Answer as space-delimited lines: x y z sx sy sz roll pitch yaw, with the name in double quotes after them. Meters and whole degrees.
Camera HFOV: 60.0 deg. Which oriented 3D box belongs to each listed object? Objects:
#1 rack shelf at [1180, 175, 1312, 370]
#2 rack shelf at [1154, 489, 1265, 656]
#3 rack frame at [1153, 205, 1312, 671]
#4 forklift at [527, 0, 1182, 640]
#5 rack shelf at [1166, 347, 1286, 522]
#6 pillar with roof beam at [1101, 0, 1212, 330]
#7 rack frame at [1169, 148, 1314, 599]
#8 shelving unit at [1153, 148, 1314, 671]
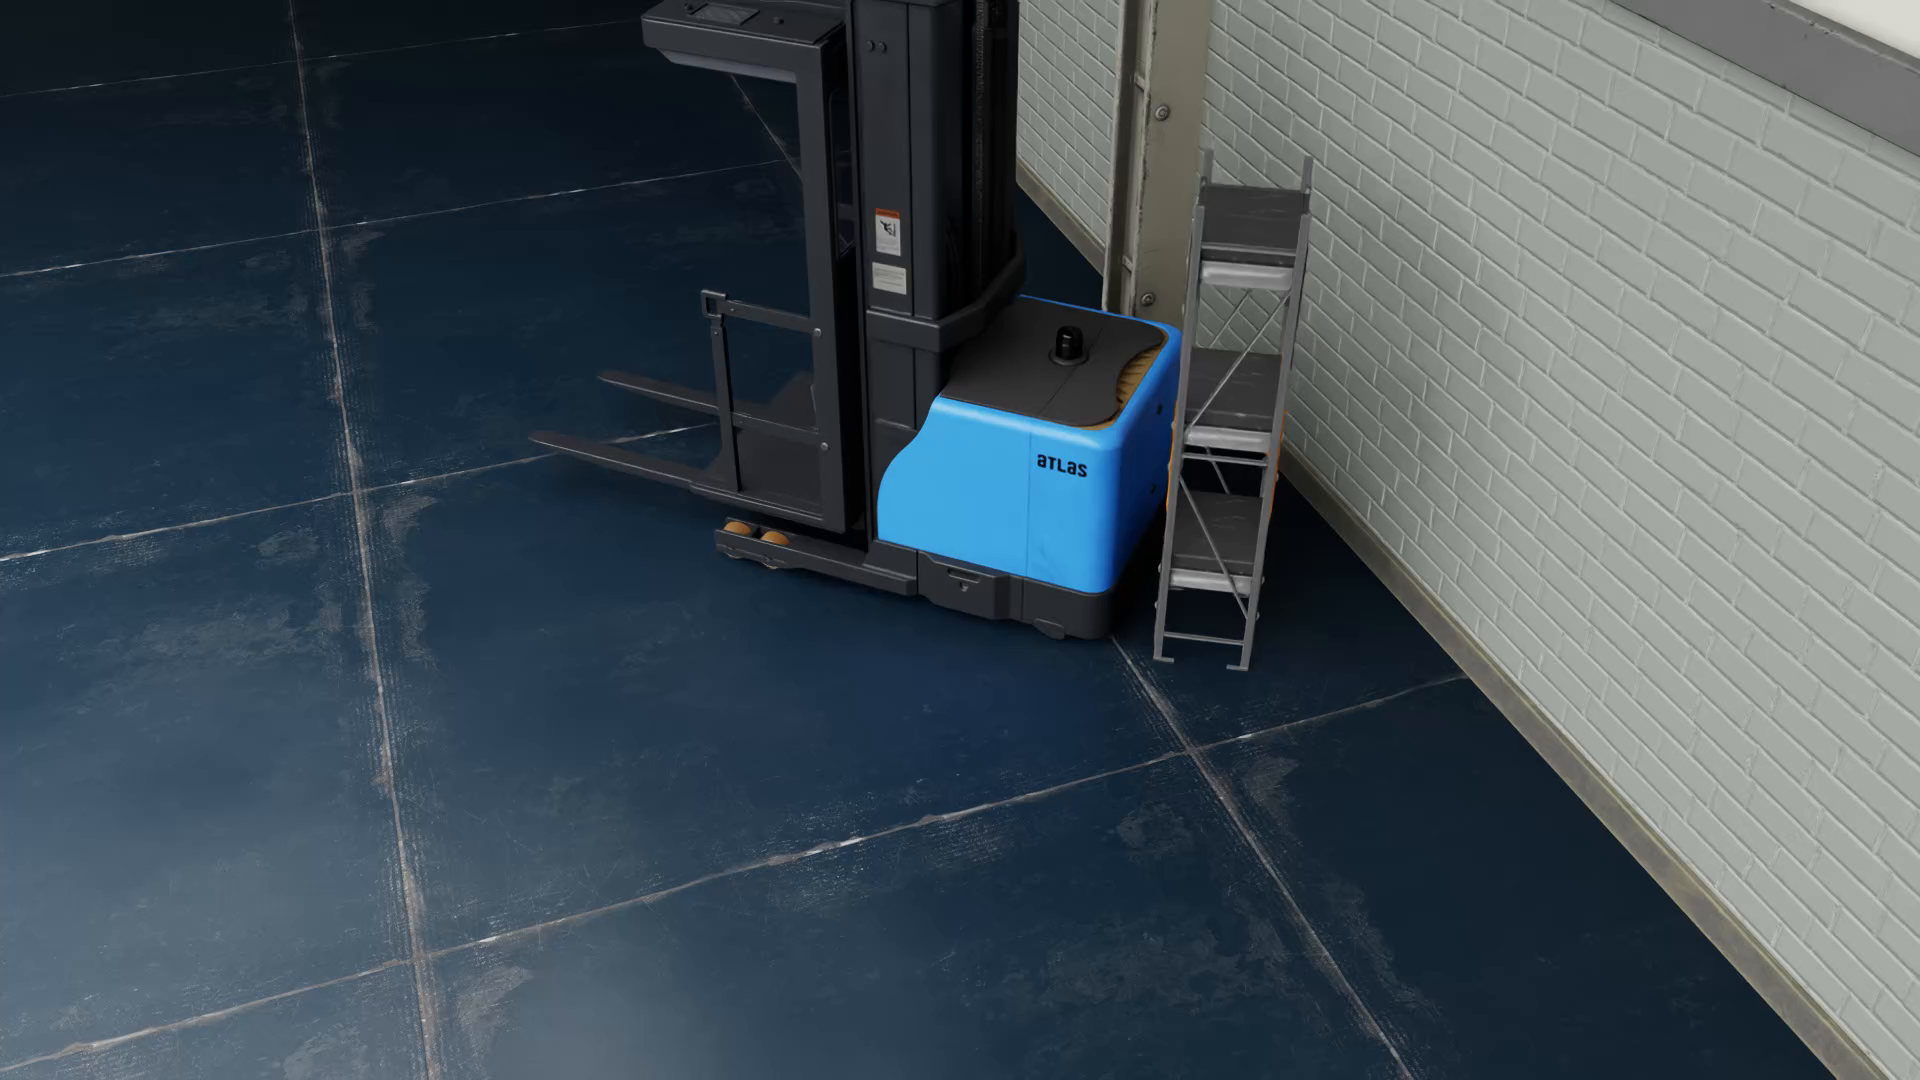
1.064 -0.999 6.188 0.431 0.518 0.480 6 38 8 "rack shelf"
1.065 0.115 7.036 0.431 0.518 0.480 6 38 8 "rack shelf"
1.019 -0.308 6.413 0.400 2.100 0.015 6 38 8 "rack frame"
-0.572 -1.318 7.064 3.031 2.935 1.130 14 39 18 "forklift"
1.064 -0.442 6.612 0.431 0.518 0.480 6 38 8 "rack shelf"
-3.047 -3.800 5.315 9.100 9.000 0.400 -12 39 -16 "pillar with roof beam"
1.109 -0.598 6.794 0.400 2.100 0.015 6 38 8 "rack frame"
1.064 -0.453 6.604 0.431 2.100 0.503 6 38 8 "shelving unit"
